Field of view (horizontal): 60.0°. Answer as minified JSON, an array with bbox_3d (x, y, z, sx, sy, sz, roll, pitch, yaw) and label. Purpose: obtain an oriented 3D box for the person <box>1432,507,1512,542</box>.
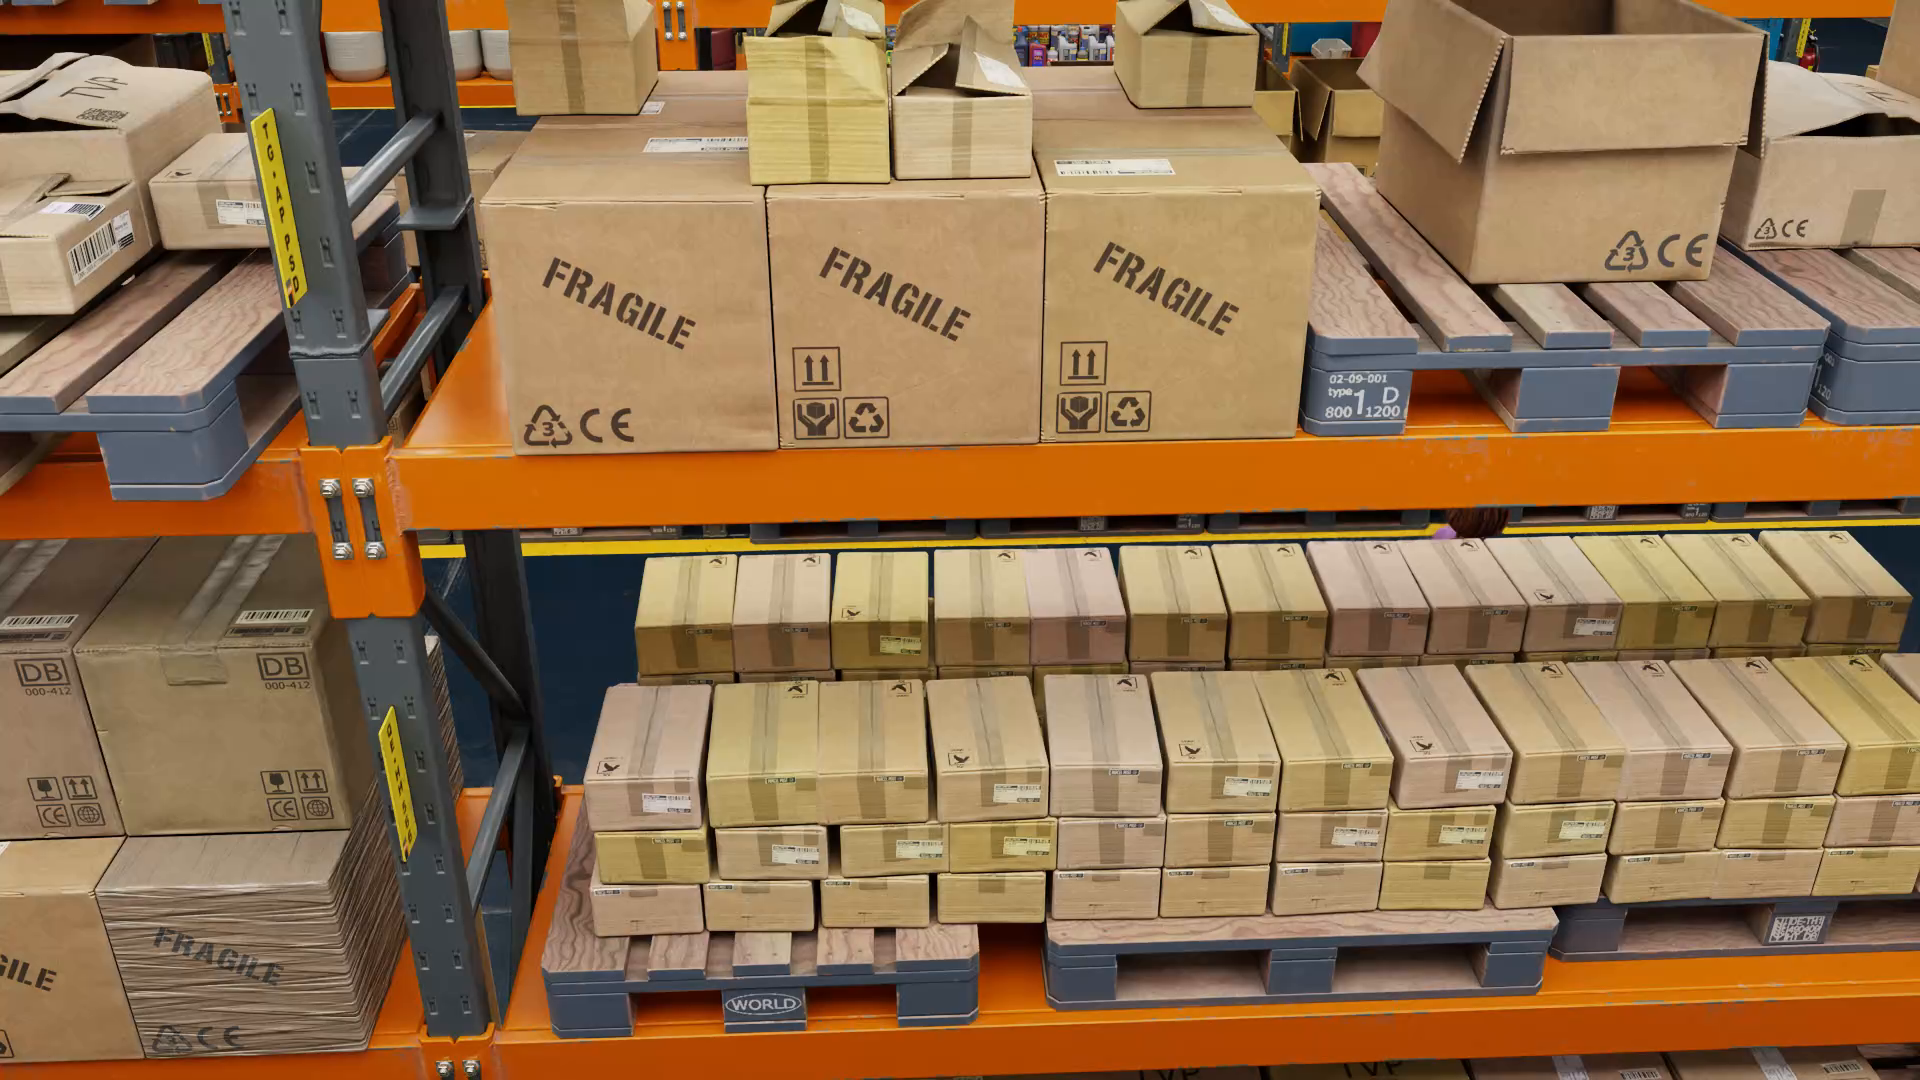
[{"bbox_3d":[1.857,0.499,6.153,0.421,1.577,0.409,0,28,0],"label":"person"}]
